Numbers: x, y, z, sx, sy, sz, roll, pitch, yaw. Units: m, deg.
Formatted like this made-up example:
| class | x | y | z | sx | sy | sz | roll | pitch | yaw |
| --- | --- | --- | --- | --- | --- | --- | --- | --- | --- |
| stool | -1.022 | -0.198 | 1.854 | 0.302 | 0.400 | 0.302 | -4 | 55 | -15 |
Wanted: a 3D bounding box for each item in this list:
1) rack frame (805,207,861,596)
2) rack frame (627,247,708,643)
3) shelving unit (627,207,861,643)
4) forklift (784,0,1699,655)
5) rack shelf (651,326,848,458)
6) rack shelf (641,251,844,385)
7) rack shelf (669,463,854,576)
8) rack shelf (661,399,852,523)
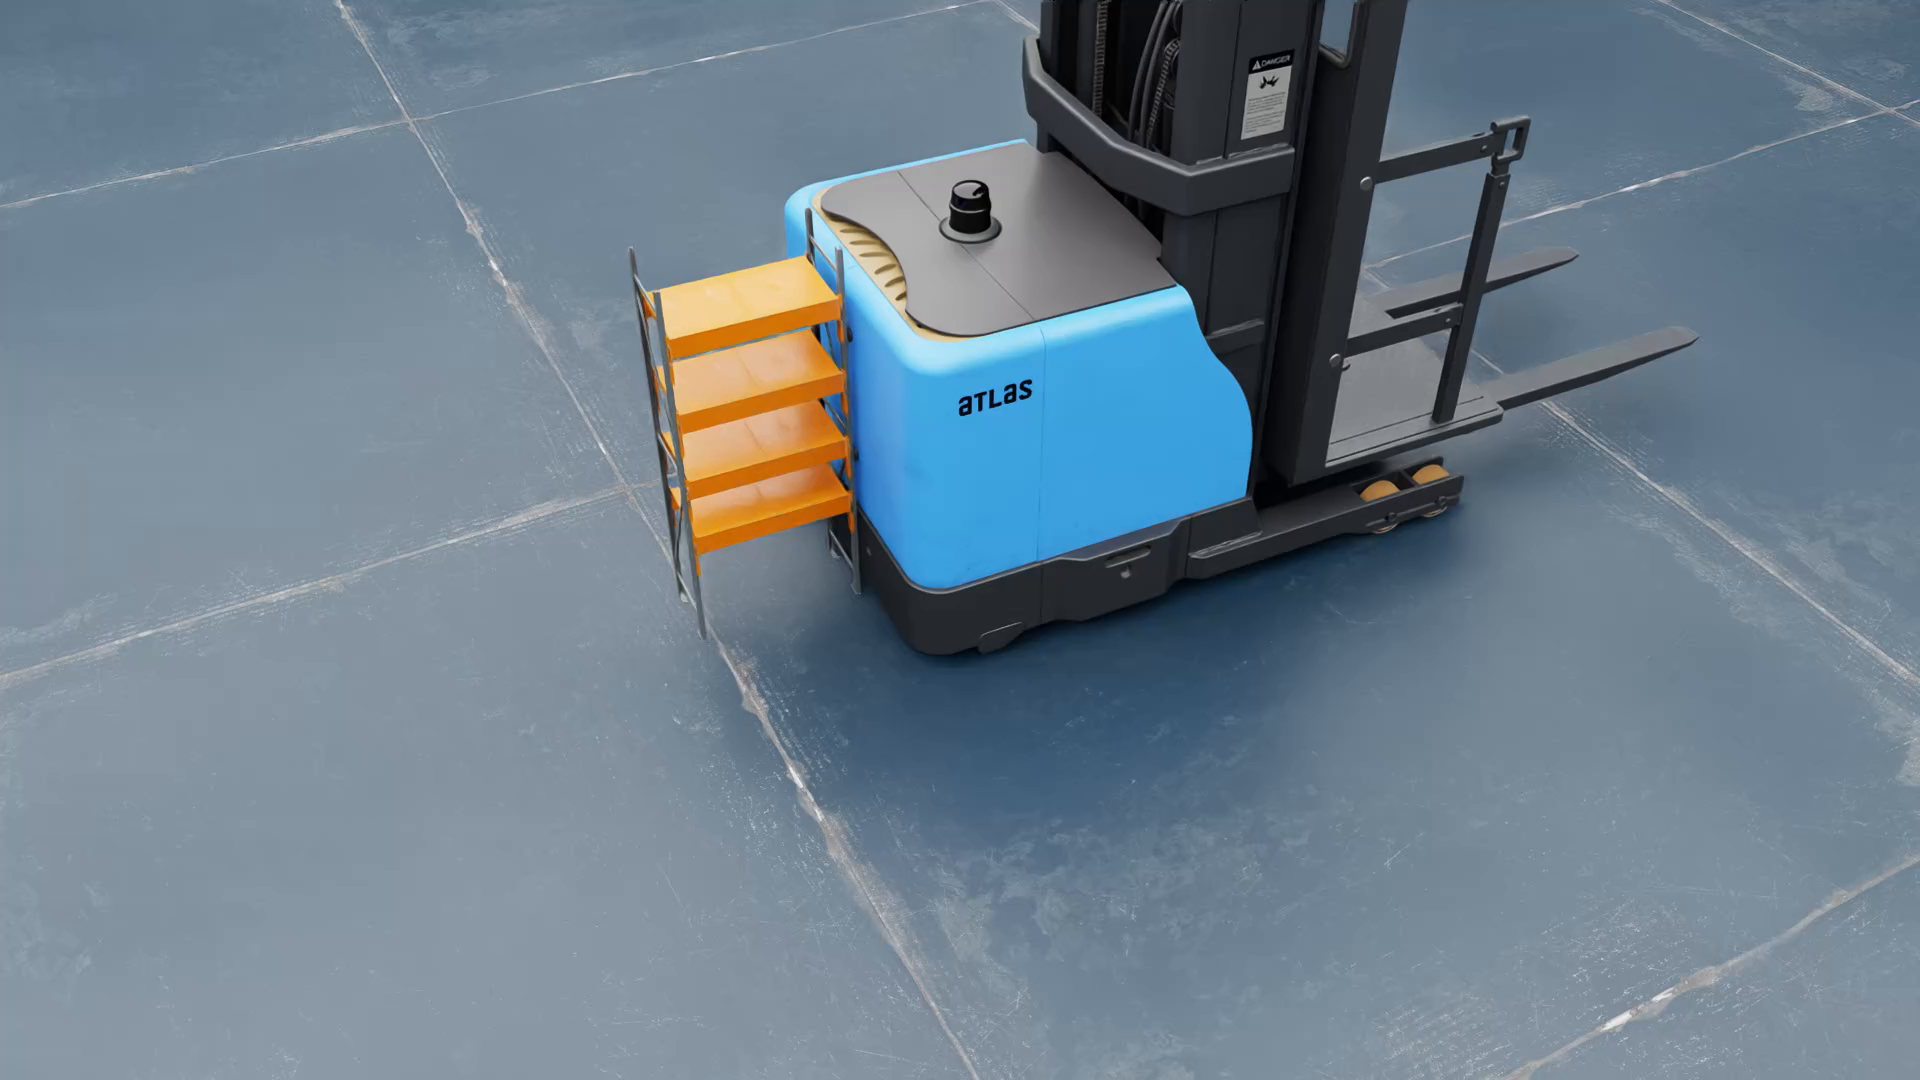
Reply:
| class | x | y | z | sx | sy | sz | roll | pitch | yaw |
| --- | --- | --- | --- | --- | --- | --- | --- | --- | --- |
| rack frame | -0.358 | -0.360 | 4.747 | 0.015 | 1.200 | 0.240 | -17 | 43 | -19 |
| rack frame | -0.800 | -0.226 | 4.589 | 0.015 | 1.200 | 0.240 | -17 | 43 | -19 |
| shelving unit | -0.579 | -0.293 | 4.668 | 0.503 | 1.200 | 0.258 | -17 | 43 | -19 |
| forklift | 1.039 | -1.432 | 4.674 | 3.031 | 2.935 | 1.130 | -17 | 43 | -19 |
| rack shelf | -0.579 | -0.413 | 4.567 | 0.480 | 0.148 | 0.258 | -17 | 43 | -19 |
| rack shelf | -0.579 | -0.593 | 4.414 | 0.480 | 0.148 | 0.258 | -17 | 43 | -19 |
| rack shelf | -0.579 | -0.090 | 4.839 | 0.480 | 0.148 | 0.258 | -17 | 43 | -19 |
| rack shelf | -0.579 | -0.242 | 4.711 | 0.480 | 0.148 | 0.258 | -17 | 43 | -19 |
